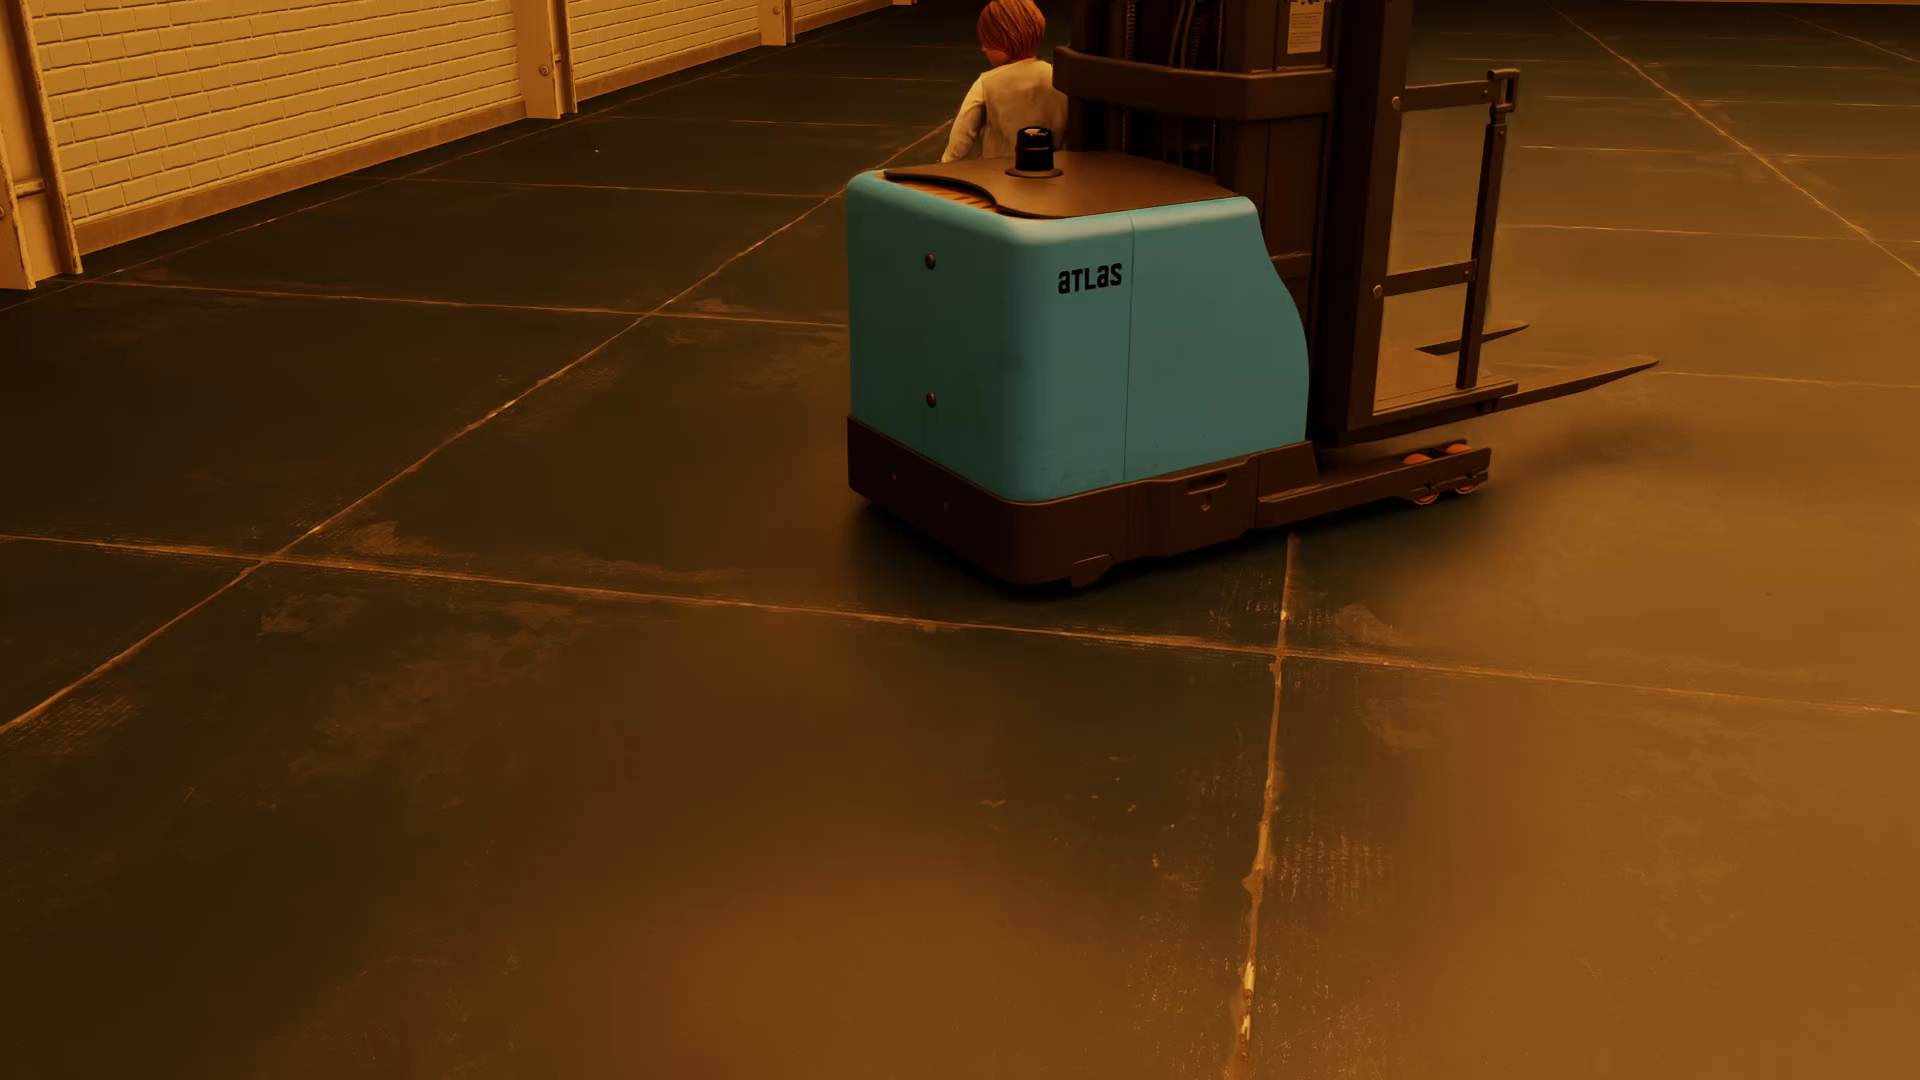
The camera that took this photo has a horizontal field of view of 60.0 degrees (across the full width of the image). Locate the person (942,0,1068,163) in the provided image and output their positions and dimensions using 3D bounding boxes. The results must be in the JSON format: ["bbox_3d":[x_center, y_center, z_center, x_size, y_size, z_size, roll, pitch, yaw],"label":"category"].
[{"bbox_3d":[0.219,-1.140,5.902,0.548,1.530,0.868,-10,24,-23],"label":"person"}]

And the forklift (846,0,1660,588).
[{"bbox_3d":[1.158,-1.624,5.249,3.031,2.935,1.130,-13,26,-30],"label":"forklift"}]
